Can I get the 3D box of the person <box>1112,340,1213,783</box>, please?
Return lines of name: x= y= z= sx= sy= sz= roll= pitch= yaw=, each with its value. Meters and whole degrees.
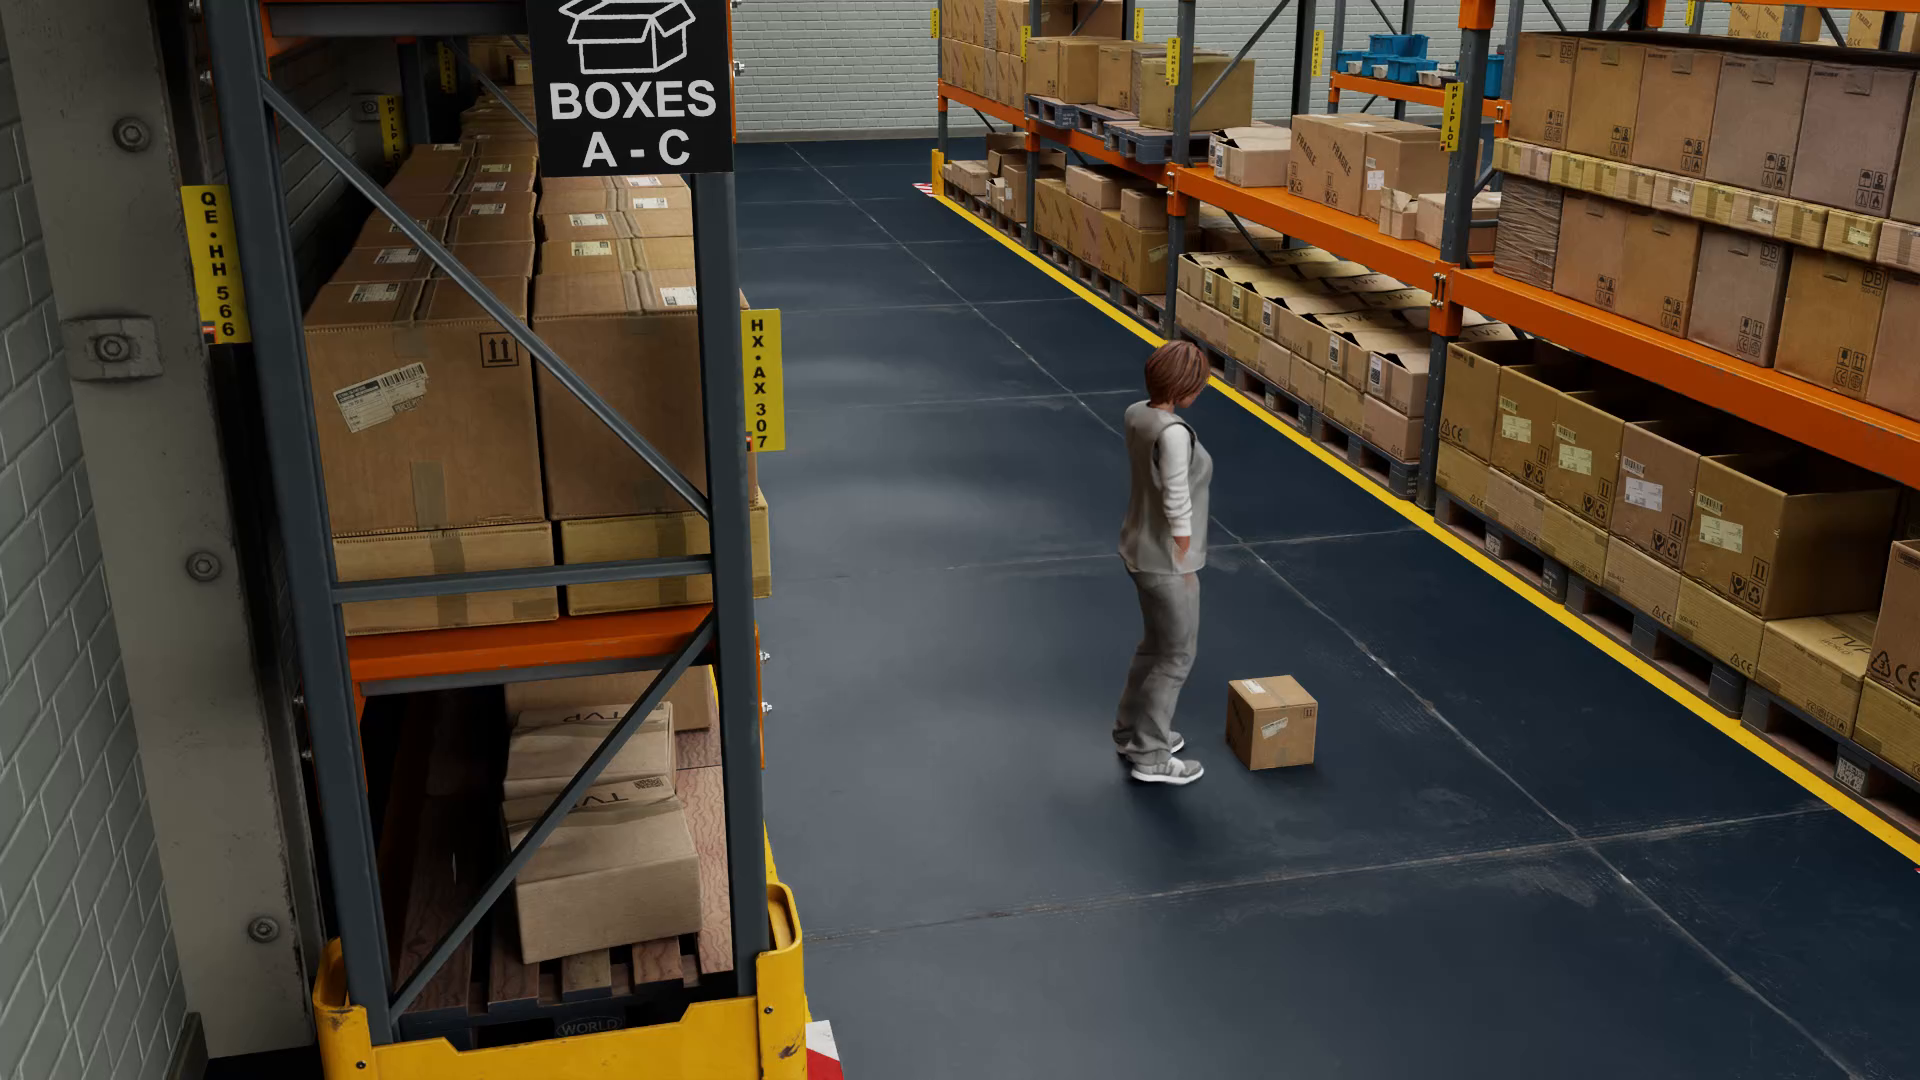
person: x=0.714 y=0.082 z=5.900 sx=0.303 sy=1.582 sz=0.408 roll=-4 pitch=20 yaw=-11
